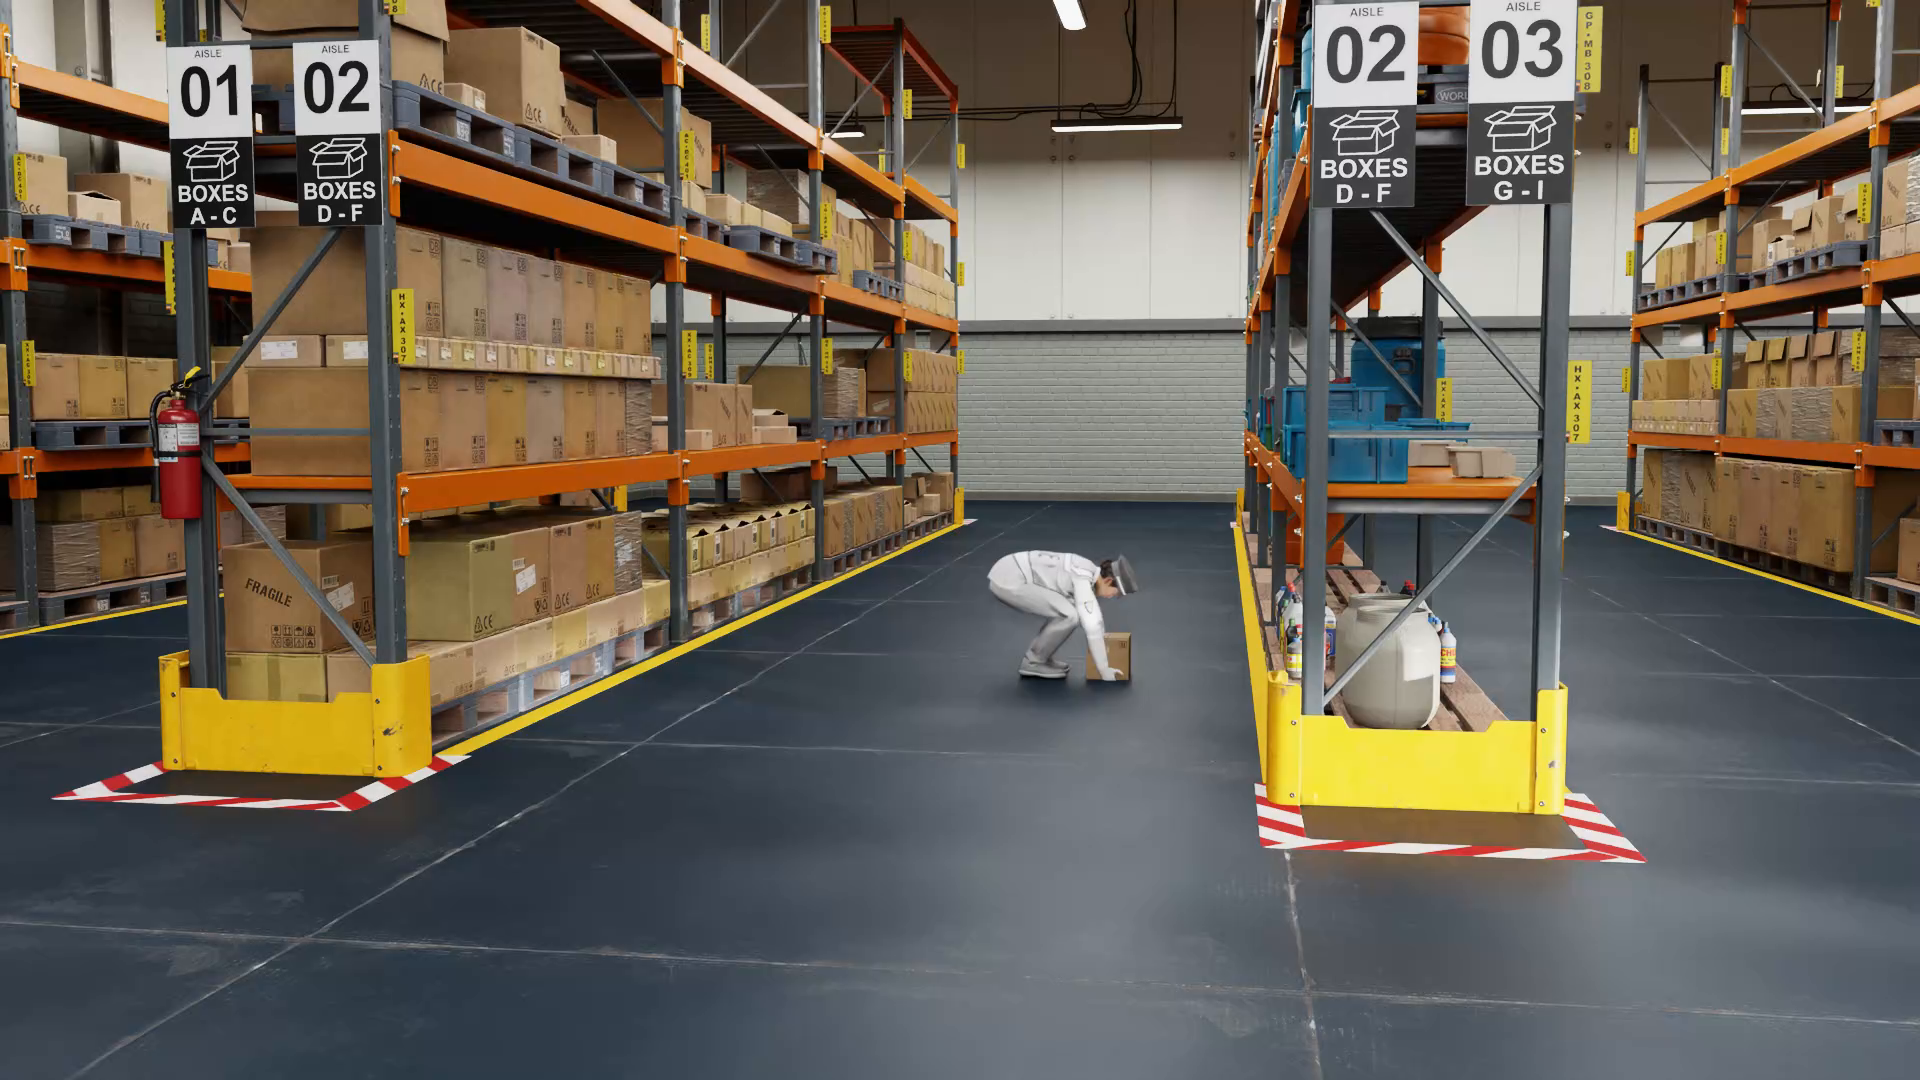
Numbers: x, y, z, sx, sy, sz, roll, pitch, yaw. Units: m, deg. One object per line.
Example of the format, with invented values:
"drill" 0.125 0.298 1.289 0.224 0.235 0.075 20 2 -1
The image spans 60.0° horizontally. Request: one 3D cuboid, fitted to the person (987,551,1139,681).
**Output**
"person" 0.623 0.451 10.047 0.912 0.774 0.441 1 5 7
